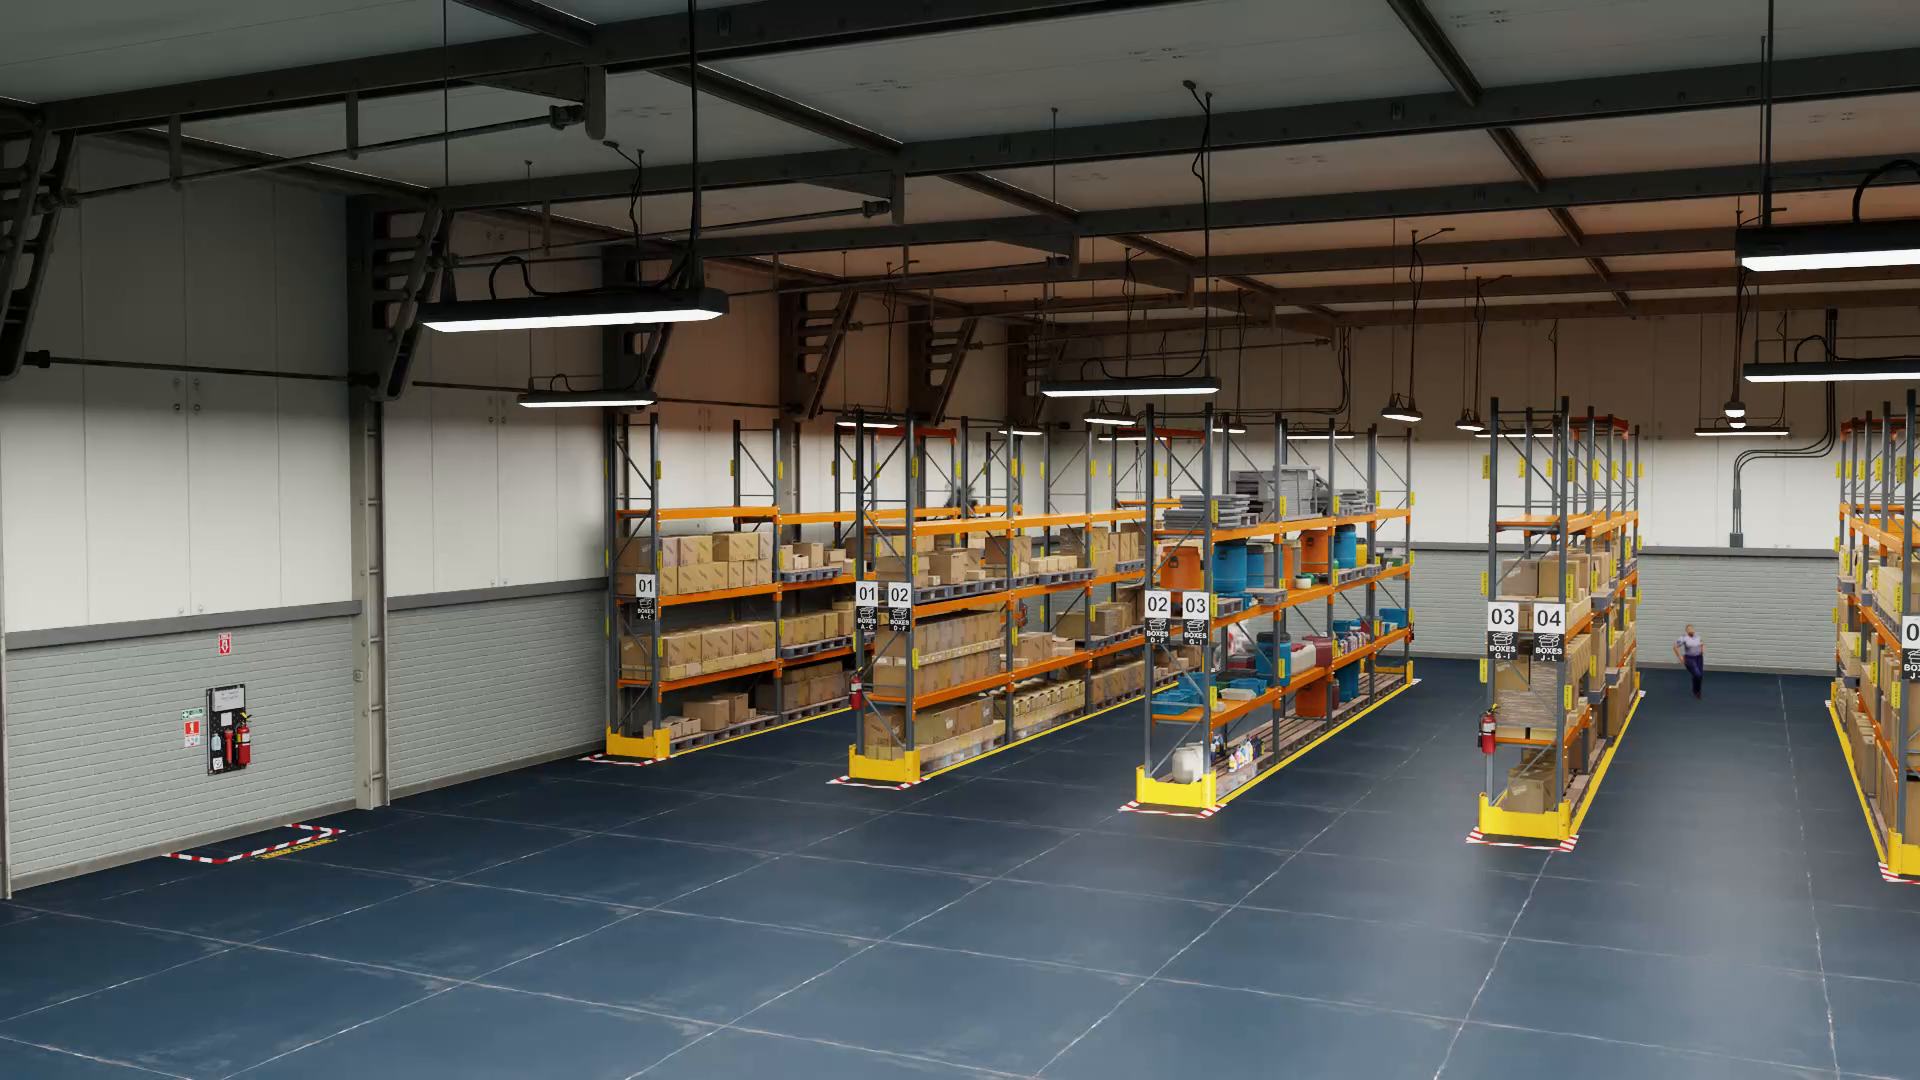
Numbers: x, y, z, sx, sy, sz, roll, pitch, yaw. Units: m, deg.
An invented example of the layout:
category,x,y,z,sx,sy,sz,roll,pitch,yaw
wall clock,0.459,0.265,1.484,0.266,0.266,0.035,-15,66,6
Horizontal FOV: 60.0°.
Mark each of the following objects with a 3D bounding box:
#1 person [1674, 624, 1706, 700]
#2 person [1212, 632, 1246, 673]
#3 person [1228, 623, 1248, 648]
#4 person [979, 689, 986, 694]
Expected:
category,x,y,z,sx,sy,sz,roll,pitch,yaw
person,16.073,2.696,36.489,0.657,1.628,0.659,0,2,-6
person,5.369,2.711,33.253,0.675,1.773,1.042,1,3,25
person,6.342,2.519,38.277,0.608,1.684,0.914,1,2,16
person,0.358,2.680,34.902,0.647,1.677,0.617,1,3,23
